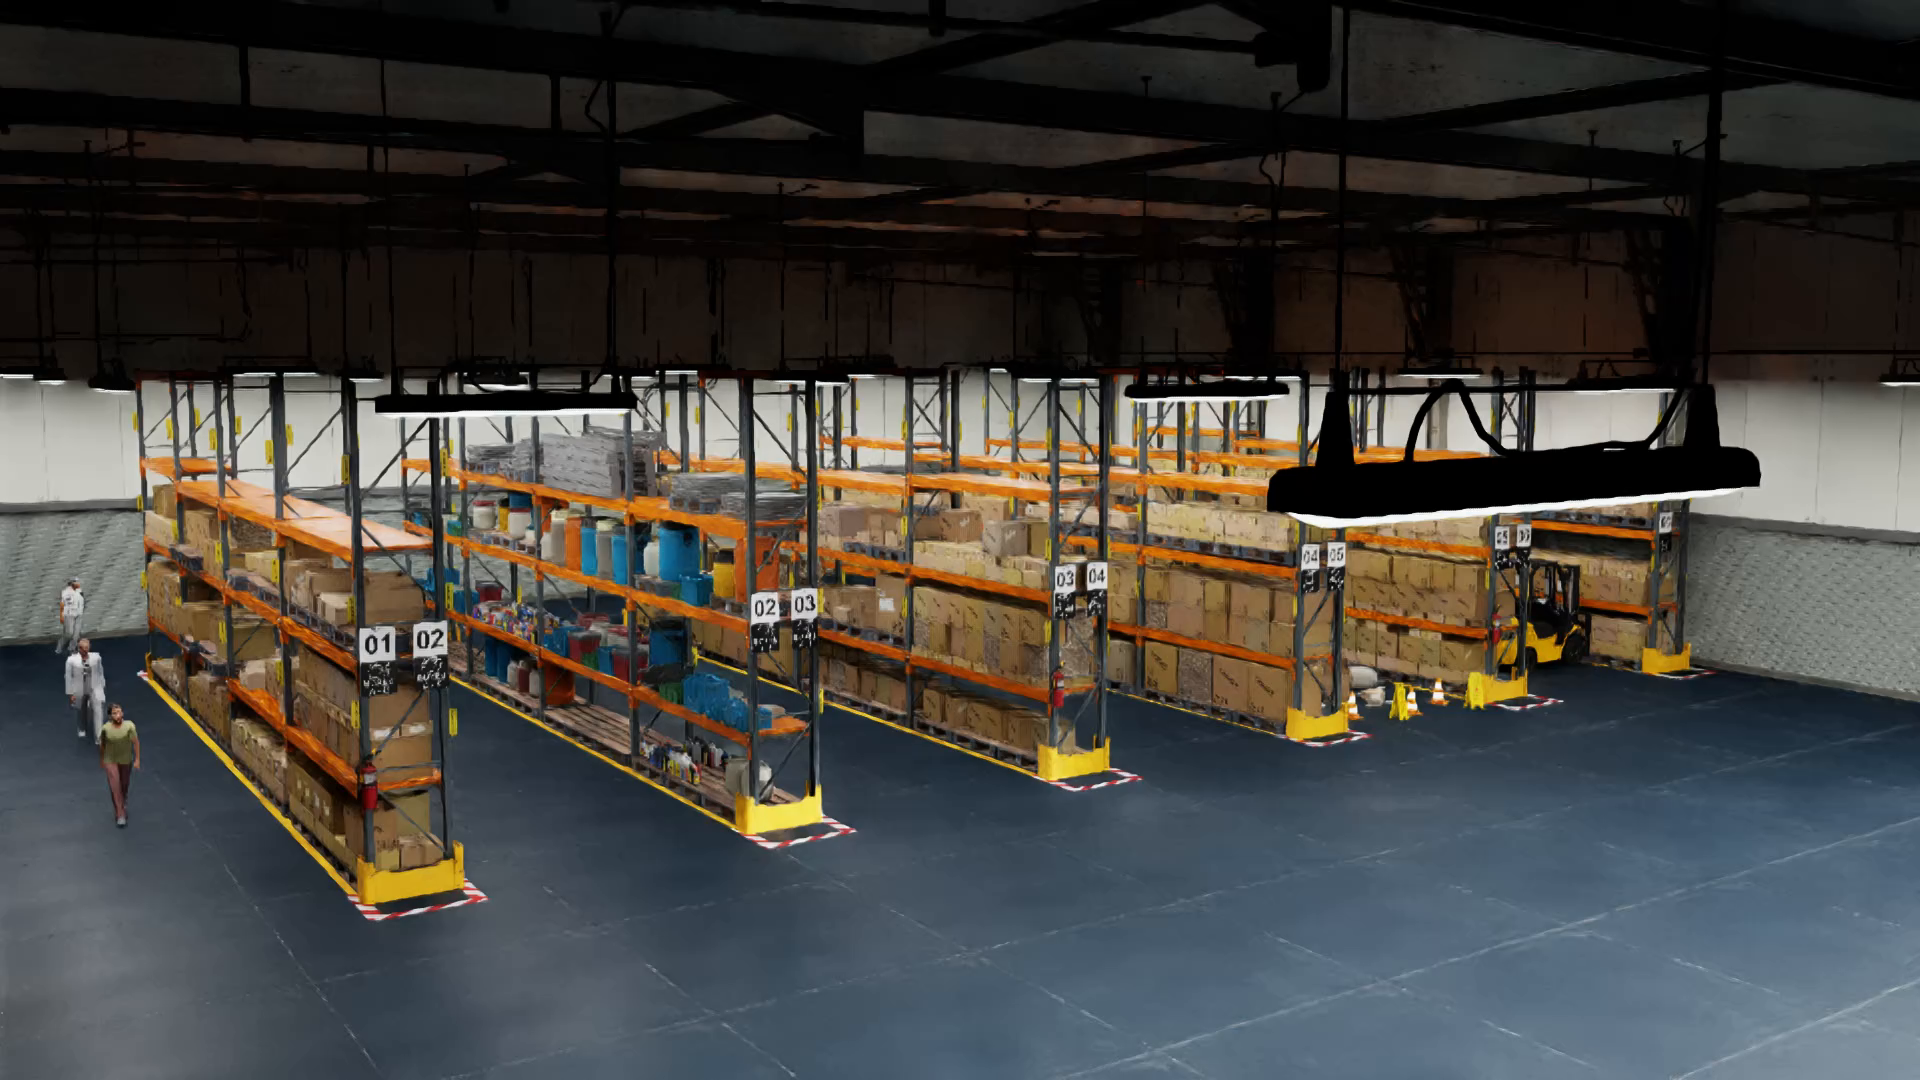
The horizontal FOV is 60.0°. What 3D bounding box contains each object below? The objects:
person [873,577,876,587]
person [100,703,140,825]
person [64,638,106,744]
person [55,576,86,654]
[{"bbox_3d":[-2.002,0.763,42.081,0.493,1.644,0.609,-5,8,-39],"label":"person"},{"bbox_3d":[-11.357,2.990,22.511,0.456,1.610,1.019,-5,8,-35],"label":"person"},{"bbox_3d":[-14.166,2.430,26.959,0.598,1.698,1.180,-4,8,-32],"label":"person"},{"bbox_3d":[-18.659,1.583,34.862,0.571,1.657,0.559,2,7,19],"label":"person"}]
